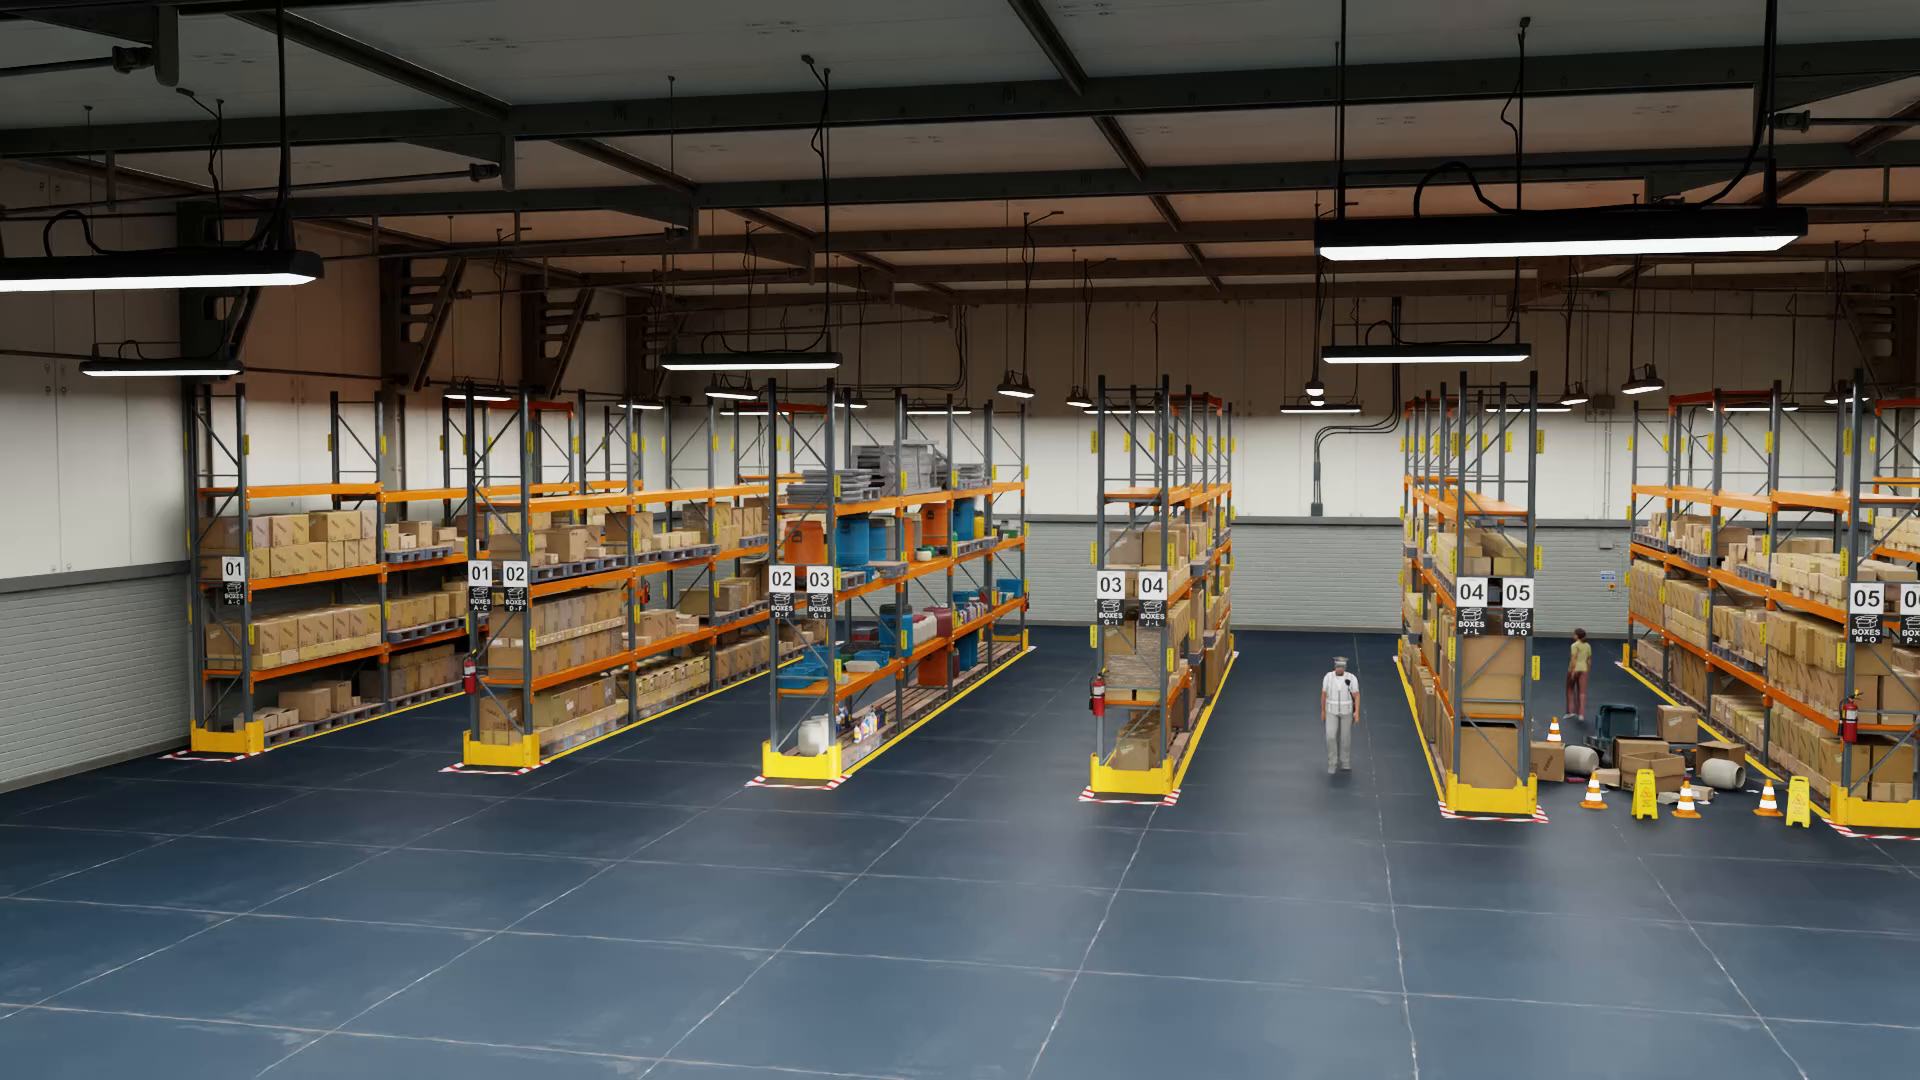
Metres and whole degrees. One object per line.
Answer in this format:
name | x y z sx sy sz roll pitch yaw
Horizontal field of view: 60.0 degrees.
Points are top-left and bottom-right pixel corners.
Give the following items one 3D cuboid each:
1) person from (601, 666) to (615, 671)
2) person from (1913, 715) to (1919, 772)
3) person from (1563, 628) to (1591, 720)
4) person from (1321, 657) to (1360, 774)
person | -7.876 2.020 37.072 0.731 1.787 0.772 0 3 4
person | 14.726 2.688 25.147 0.667 1.783 0.794 0 3 9
person | 11.283 2.465 30.280 0.456 1.714 0.595 0 3 6
person | 5.839 2.692 25.525 0.585 1.813 0.546 1 3 14
